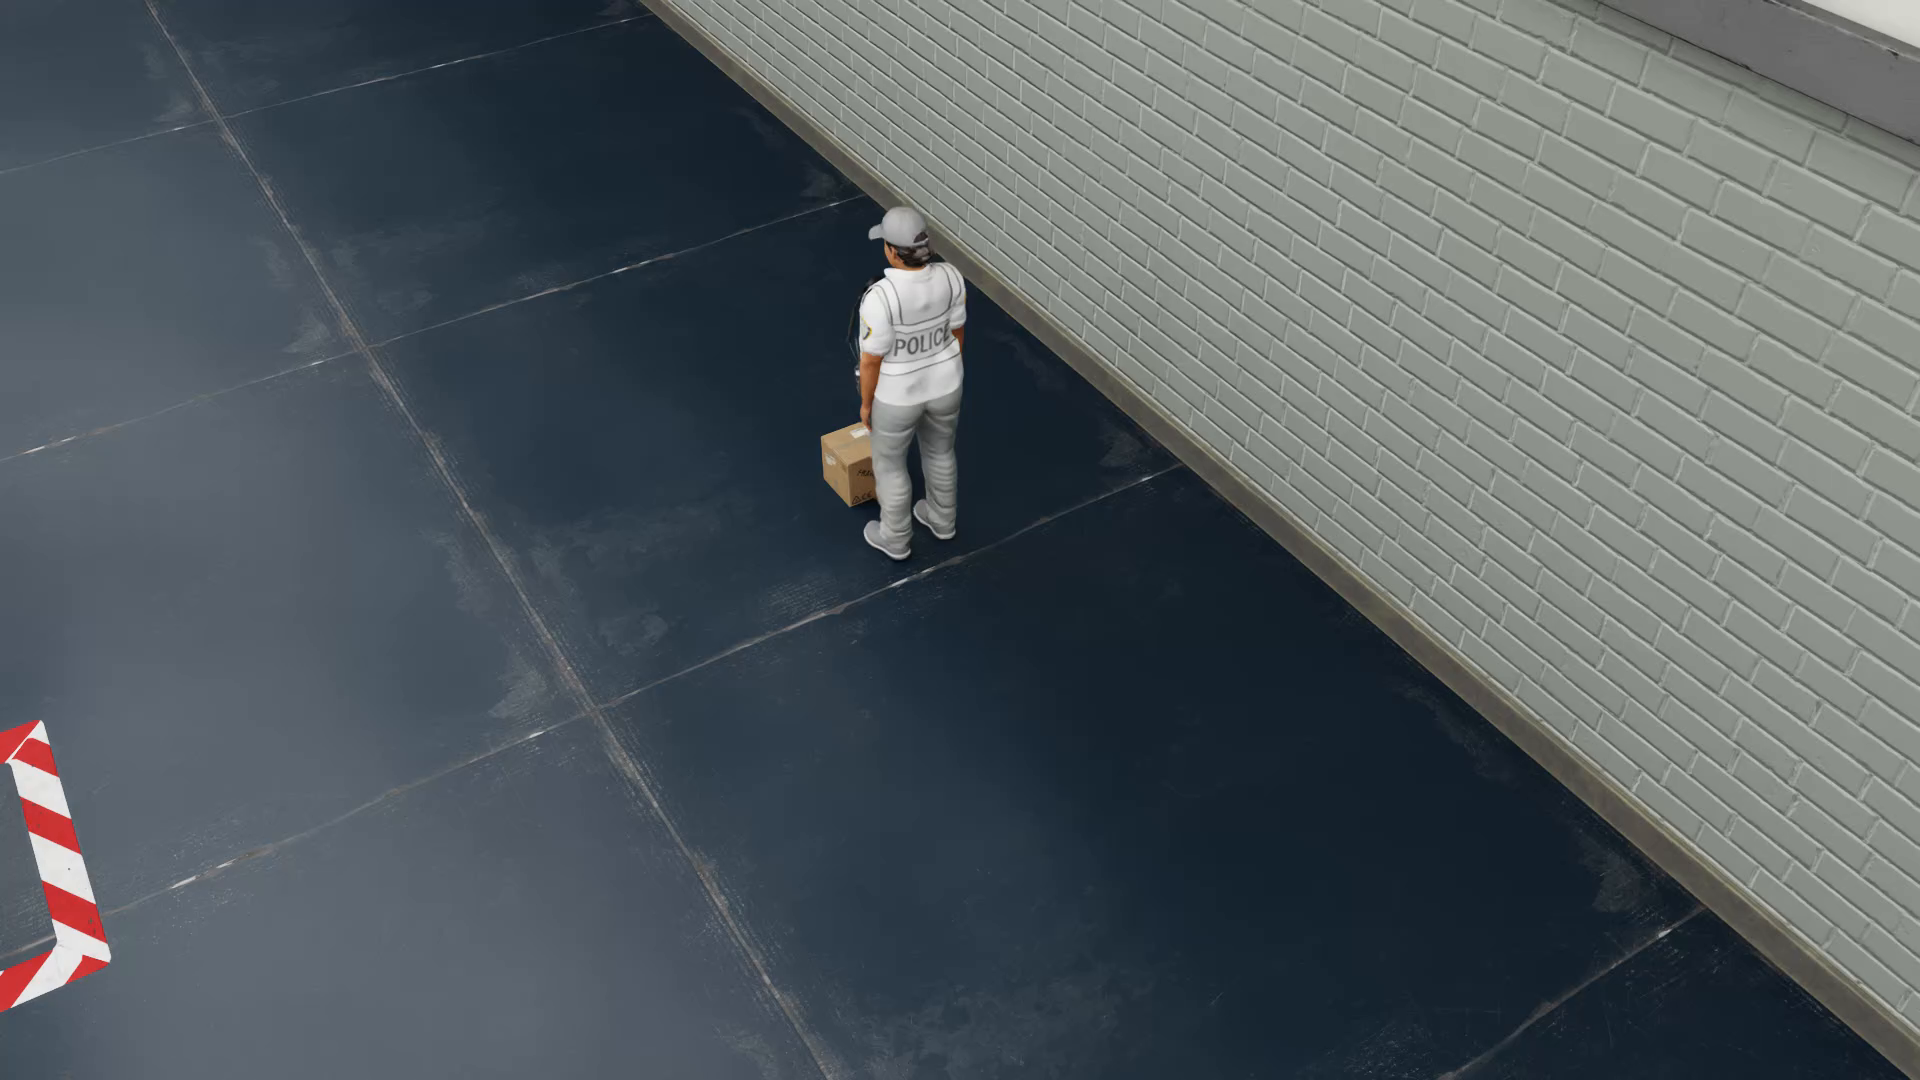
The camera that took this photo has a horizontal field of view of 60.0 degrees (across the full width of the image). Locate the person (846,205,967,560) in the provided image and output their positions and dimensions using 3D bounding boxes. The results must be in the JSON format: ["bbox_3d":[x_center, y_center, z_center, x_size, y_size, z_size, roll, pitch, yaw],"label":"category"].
[{"bbox_3d":[-0.220,-0.632,6.874,0.483,1.675,0.371,-22,46,-23],"label":"person"}]
